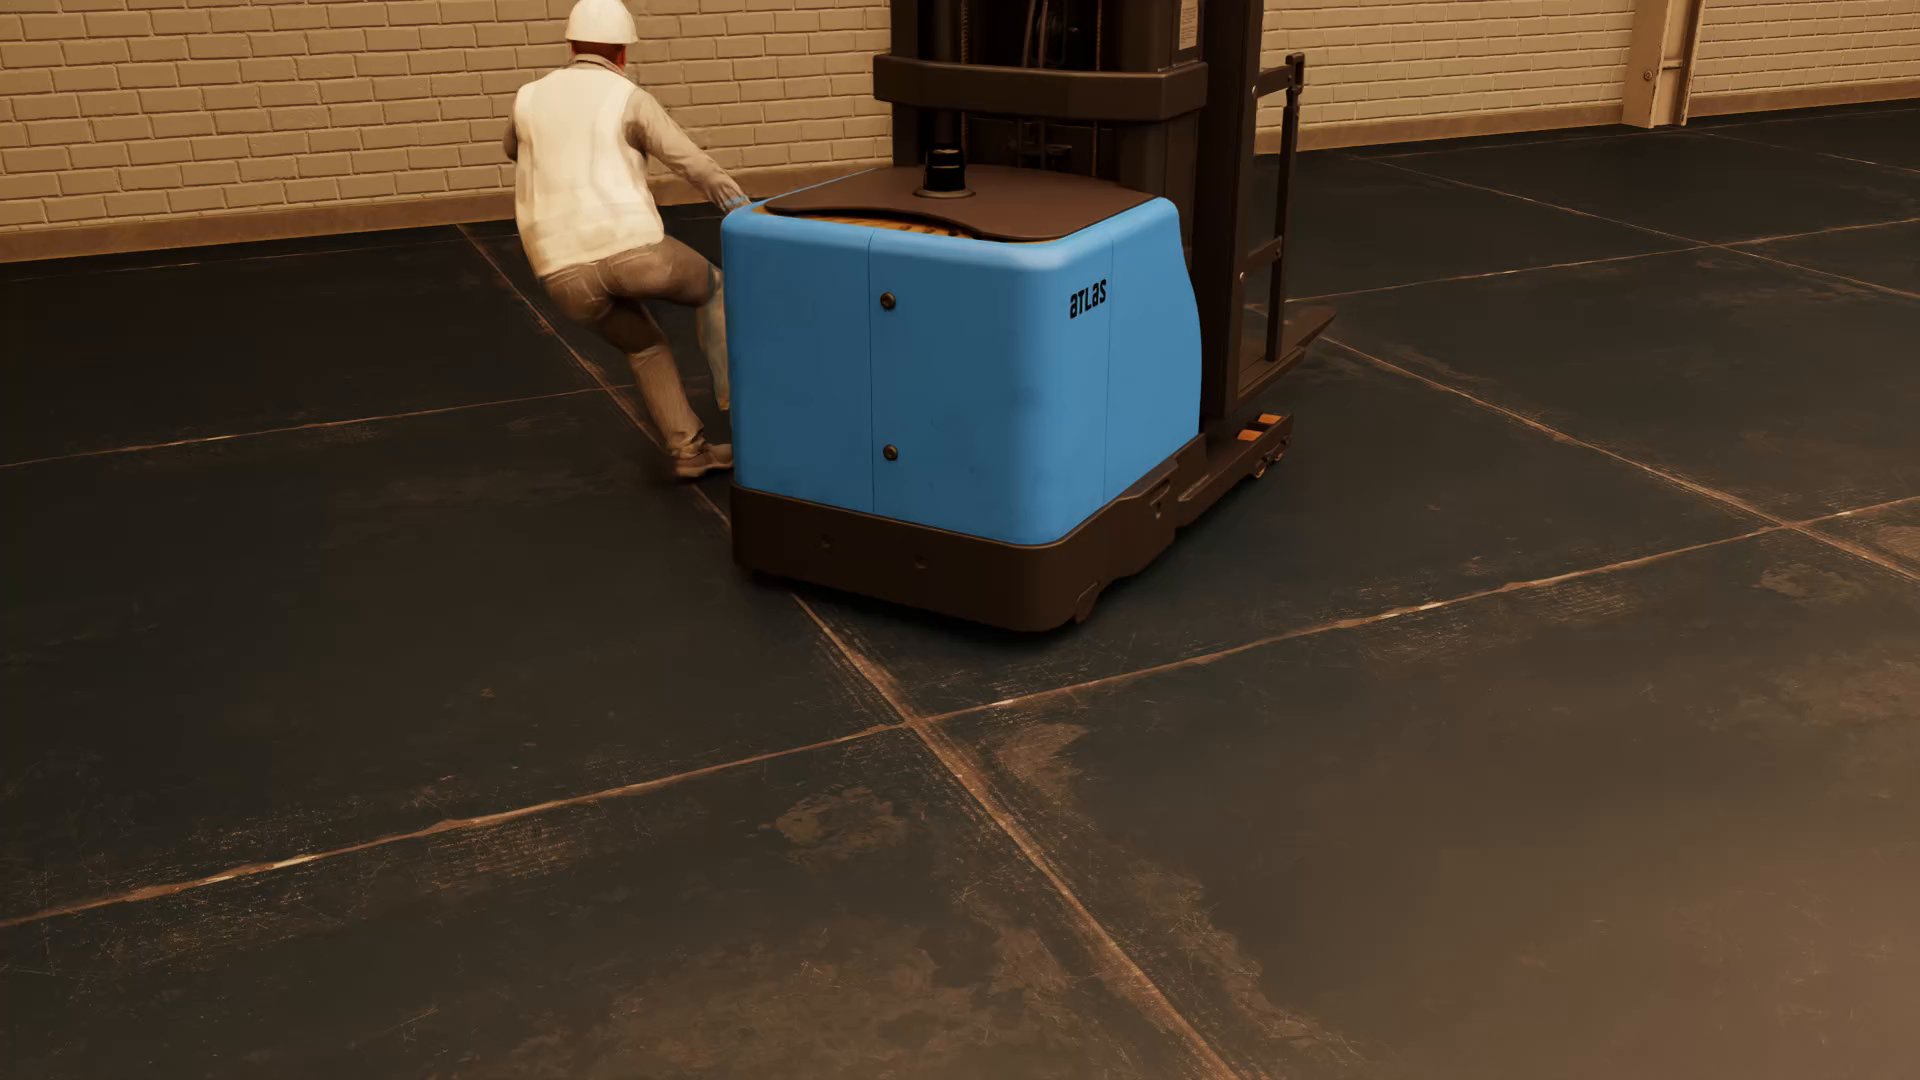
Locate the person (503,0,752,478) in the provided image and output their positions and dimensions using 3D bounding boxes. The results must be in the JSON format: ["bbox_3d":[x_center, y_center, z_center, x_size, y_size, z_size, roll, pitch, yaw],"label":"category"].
[{"bbox_3d":[-1.021,-1.021,5.566,1.053,1.536,0.903,1,23,3],"label":"person"}]

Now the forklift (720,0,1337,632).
[{"bbox_3d":[0.501,-1.636,5.224,1.130,2.935,3.031,12,25,27],"label":"forklift"}]
